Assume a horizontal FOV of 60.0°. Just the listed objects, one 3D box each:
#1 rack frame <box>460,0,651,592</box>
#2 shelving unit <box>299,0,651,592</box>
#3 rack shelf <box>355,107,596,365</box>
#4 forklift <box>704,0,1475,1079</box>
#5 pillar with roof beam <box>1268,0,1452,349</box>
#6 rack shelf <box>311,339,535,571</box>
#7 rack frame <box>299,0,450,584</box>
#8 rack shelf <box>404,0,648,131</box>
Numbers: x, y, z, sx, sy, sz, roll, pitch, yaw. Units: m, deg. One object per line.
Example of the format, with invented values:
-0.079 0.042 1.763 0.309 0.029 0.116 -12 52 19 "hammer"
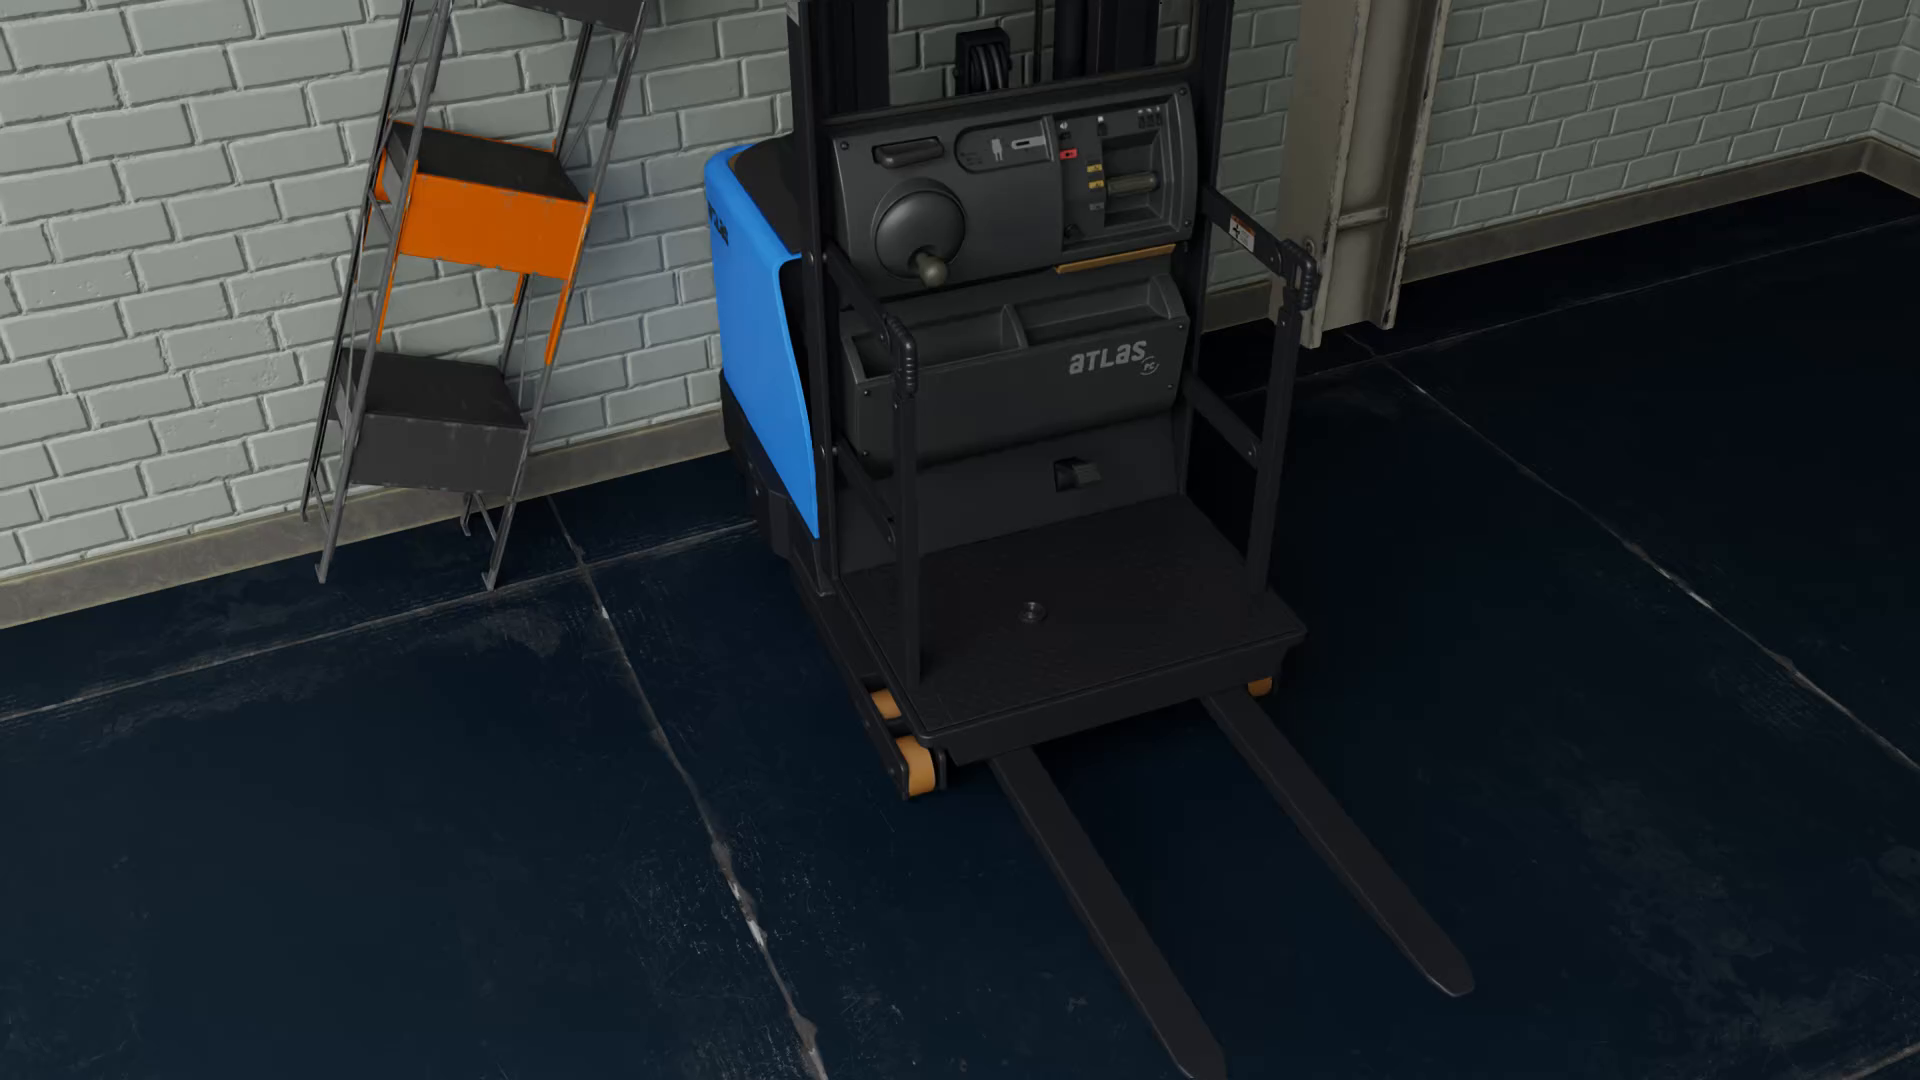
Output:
-1.150 -0.835 4.734 0.015 2.100 0.400 4 30 -33 "rack frame"
-1.353 -0.850 4.600 0.503 2.100 0.431 4 30 -33 "shelving unit"
-1.358 -0.839 4.606 0.480 0.518 0.431 4 30 -33 "rack shelf"
0.232 -0.794 3.860 1.130 2.935 3.031 -14 39 -18 "forklift"
3.245 -2.138 0.579 0.400 9.000 9.100 -16 39 -20 "pillar with roof beam"
-1.596 -0.250 4.901 0.480 0.518 0.431 4 30 -33 "rack shelf"
-1.557 -0.866 4.466 0.015 2.100 0.400 4 30 -33 "rack frame"
-1.120 -1.427 4.311 0.480 0.518 0.431 4 30 -33 "rack shelf"
